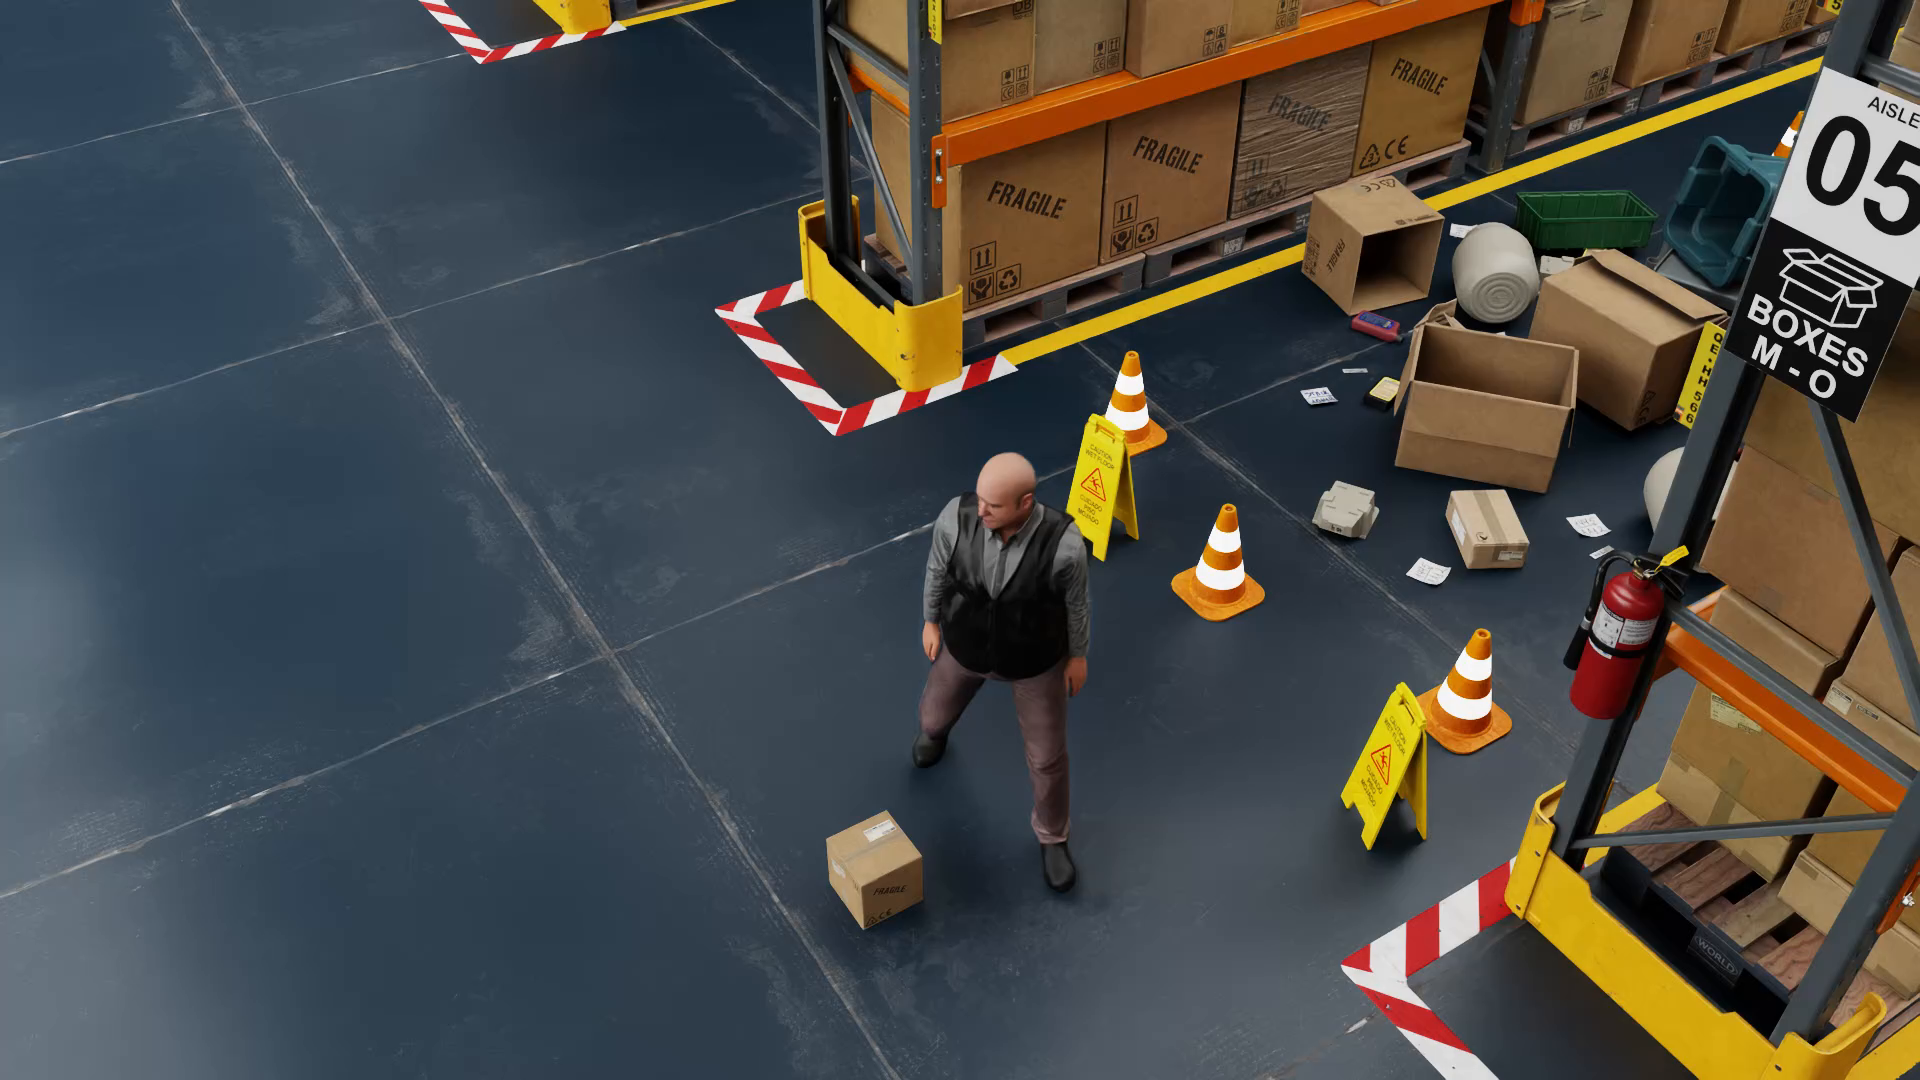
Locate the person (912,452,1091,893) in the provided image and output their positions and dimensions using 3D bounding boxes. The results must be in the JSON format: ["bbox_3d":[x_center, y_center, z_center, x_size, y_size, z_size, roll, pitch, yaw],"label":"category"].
[{"bbox_3d":[0.135,0.375,5.752,0.749,1.710,0.699,10,42,12],"label":"person"}]
